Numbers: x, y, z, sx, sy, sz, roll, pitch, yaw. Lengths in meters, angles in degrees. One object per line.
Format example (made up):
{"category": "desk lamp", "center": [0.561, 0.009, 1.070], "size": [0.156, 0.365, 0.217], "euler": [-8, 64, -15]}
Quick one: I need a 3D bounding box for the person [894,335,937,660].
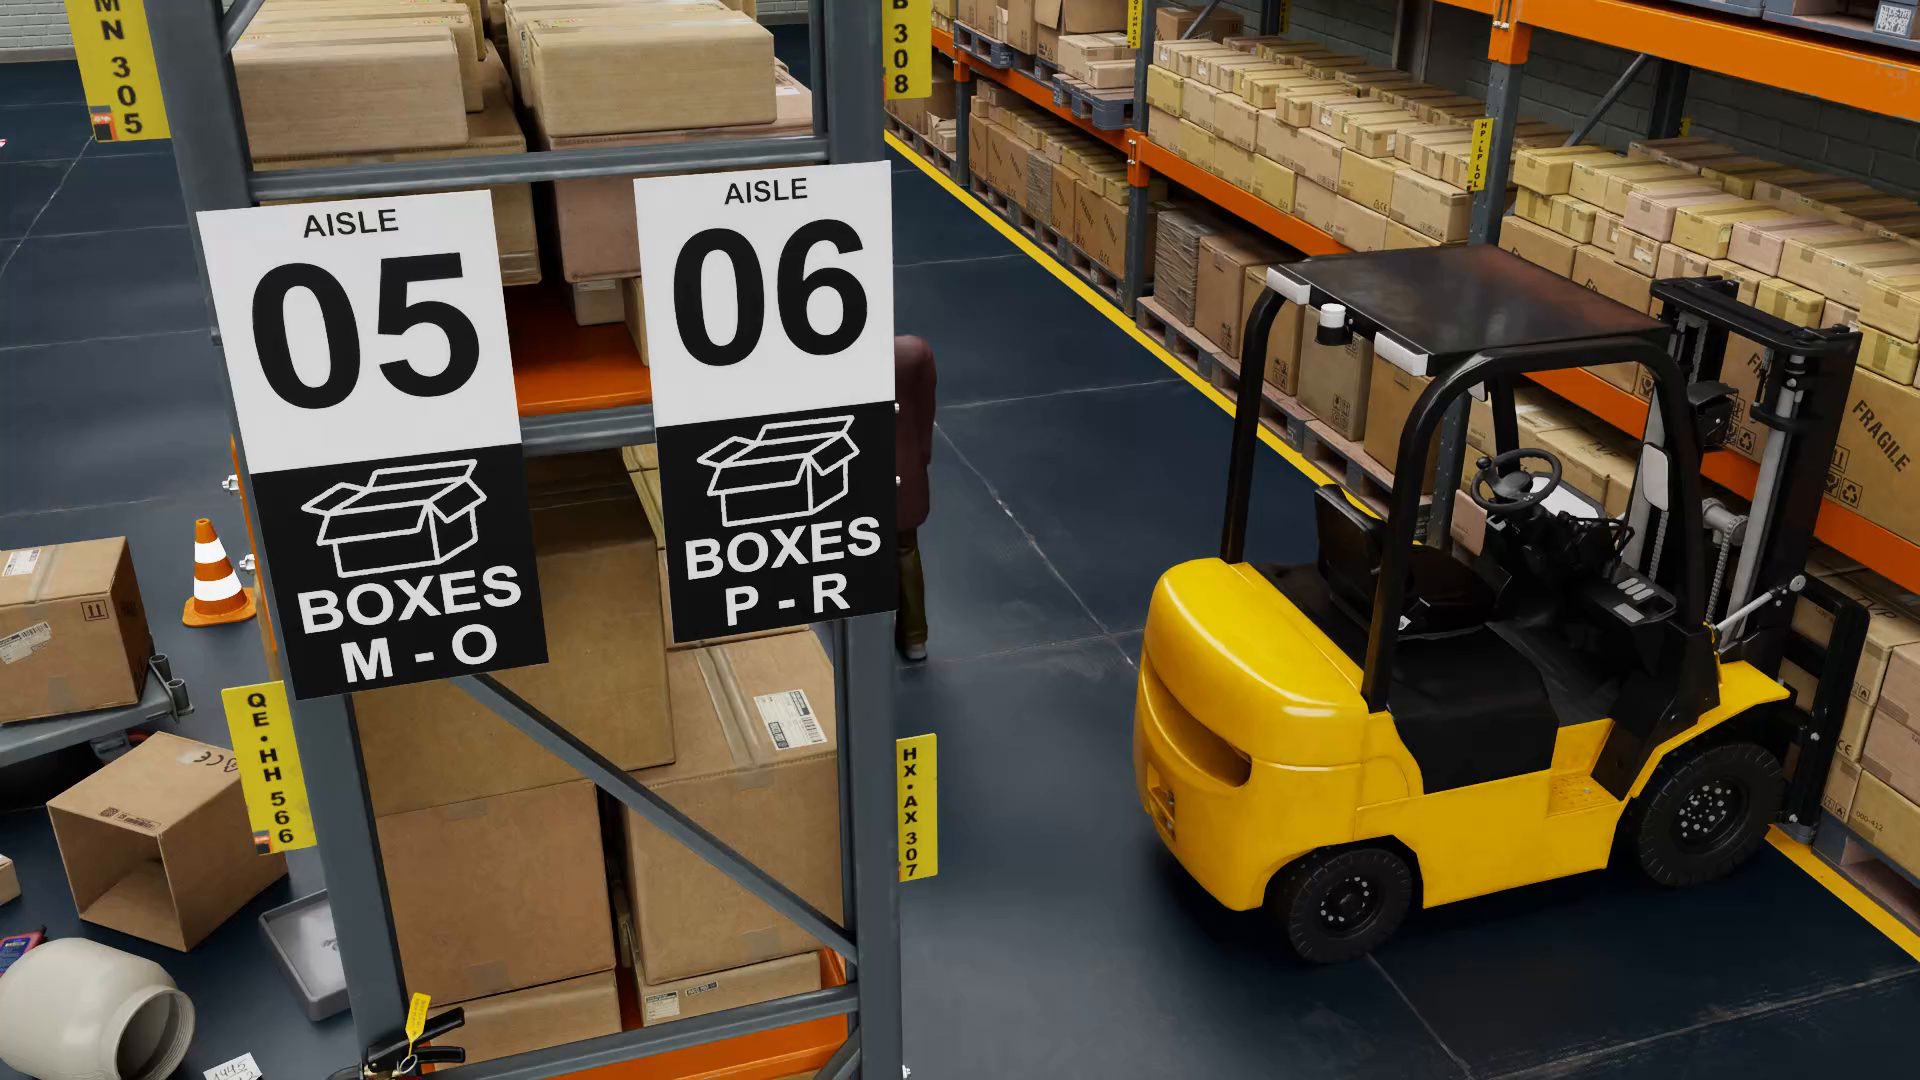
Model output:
{"category": "person", "center": [-0.391, -0.286, 7.246], "size": [0.569, 1.761, 0.381], "euler": [-9, 27, -18]}
